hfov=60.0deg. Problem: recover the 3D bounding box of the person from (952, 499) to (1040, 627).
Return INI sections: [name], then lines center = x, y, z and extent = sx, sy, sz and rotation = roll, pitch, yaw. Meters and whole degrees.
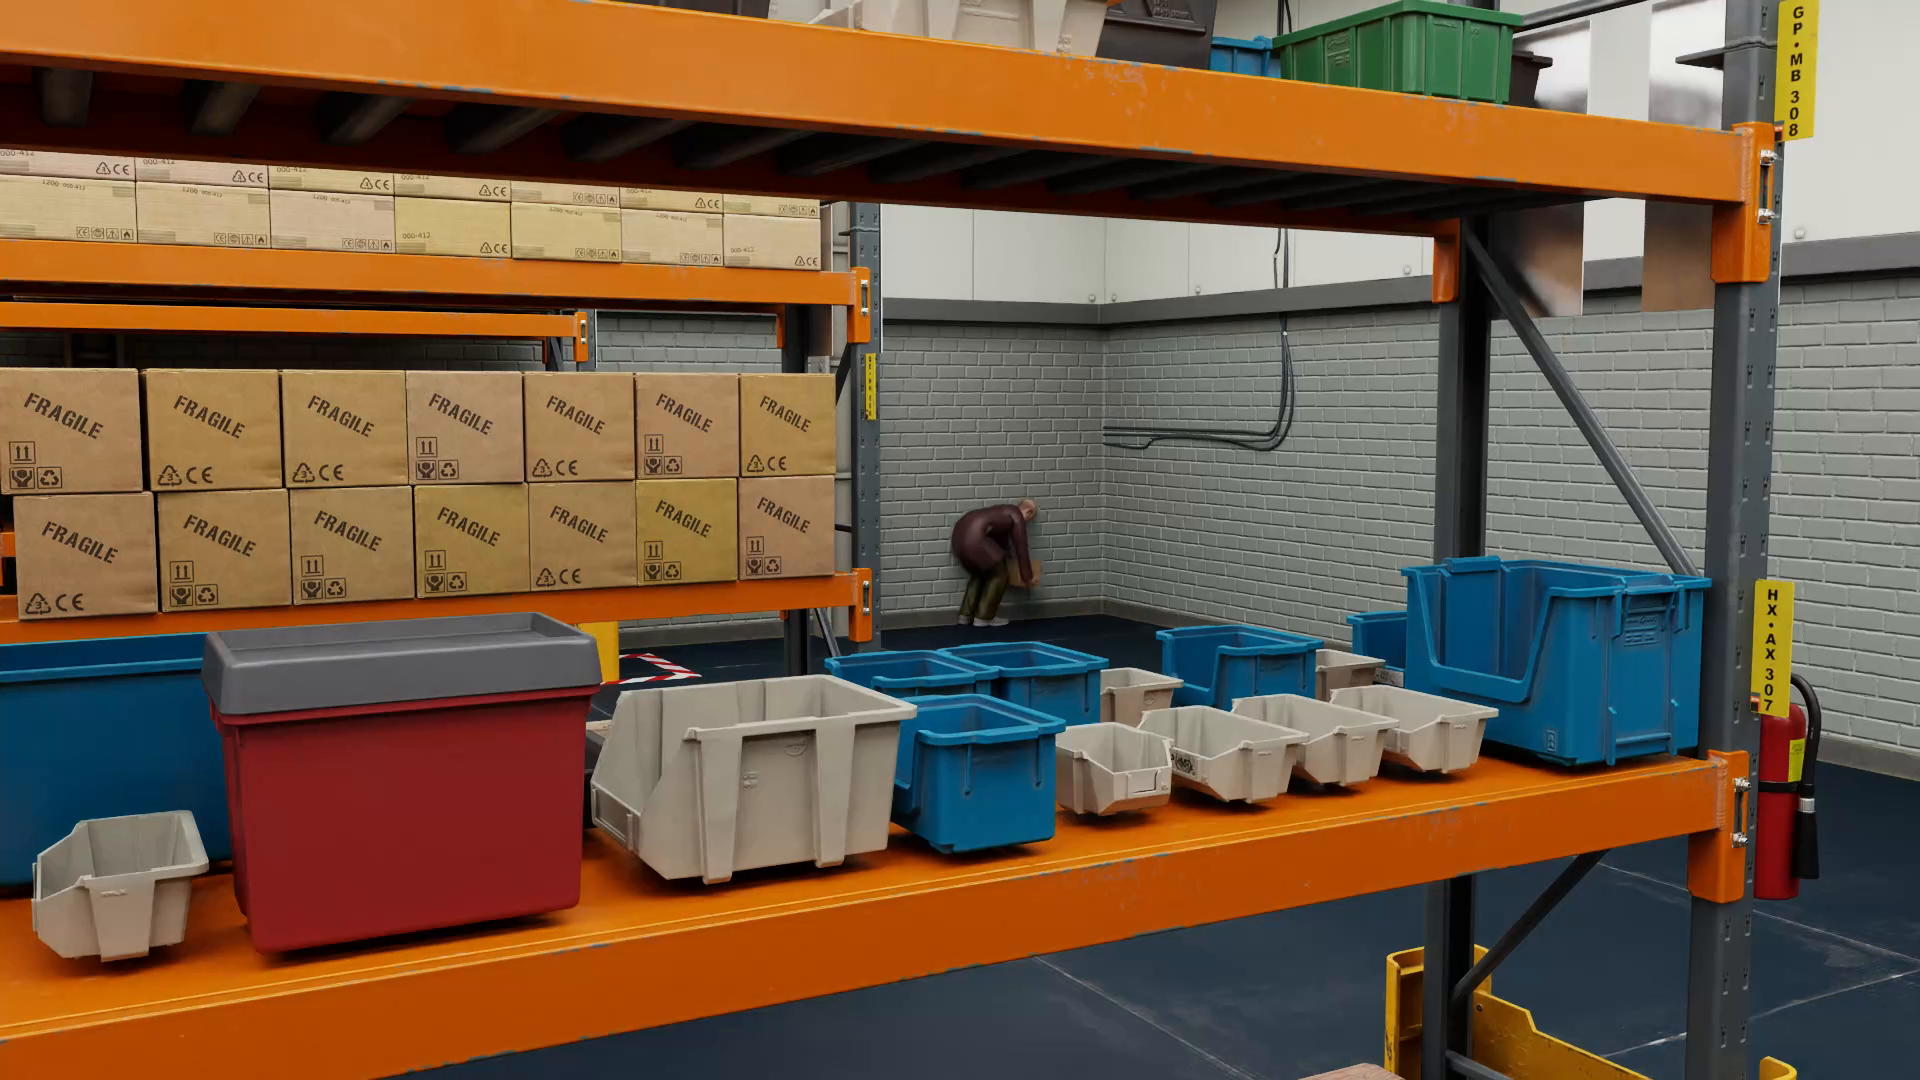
[person]
center = 0.357, 0.216, 16.052
extent = 0.928, 1.200, 0.574
rotation = -3, 6, -31
